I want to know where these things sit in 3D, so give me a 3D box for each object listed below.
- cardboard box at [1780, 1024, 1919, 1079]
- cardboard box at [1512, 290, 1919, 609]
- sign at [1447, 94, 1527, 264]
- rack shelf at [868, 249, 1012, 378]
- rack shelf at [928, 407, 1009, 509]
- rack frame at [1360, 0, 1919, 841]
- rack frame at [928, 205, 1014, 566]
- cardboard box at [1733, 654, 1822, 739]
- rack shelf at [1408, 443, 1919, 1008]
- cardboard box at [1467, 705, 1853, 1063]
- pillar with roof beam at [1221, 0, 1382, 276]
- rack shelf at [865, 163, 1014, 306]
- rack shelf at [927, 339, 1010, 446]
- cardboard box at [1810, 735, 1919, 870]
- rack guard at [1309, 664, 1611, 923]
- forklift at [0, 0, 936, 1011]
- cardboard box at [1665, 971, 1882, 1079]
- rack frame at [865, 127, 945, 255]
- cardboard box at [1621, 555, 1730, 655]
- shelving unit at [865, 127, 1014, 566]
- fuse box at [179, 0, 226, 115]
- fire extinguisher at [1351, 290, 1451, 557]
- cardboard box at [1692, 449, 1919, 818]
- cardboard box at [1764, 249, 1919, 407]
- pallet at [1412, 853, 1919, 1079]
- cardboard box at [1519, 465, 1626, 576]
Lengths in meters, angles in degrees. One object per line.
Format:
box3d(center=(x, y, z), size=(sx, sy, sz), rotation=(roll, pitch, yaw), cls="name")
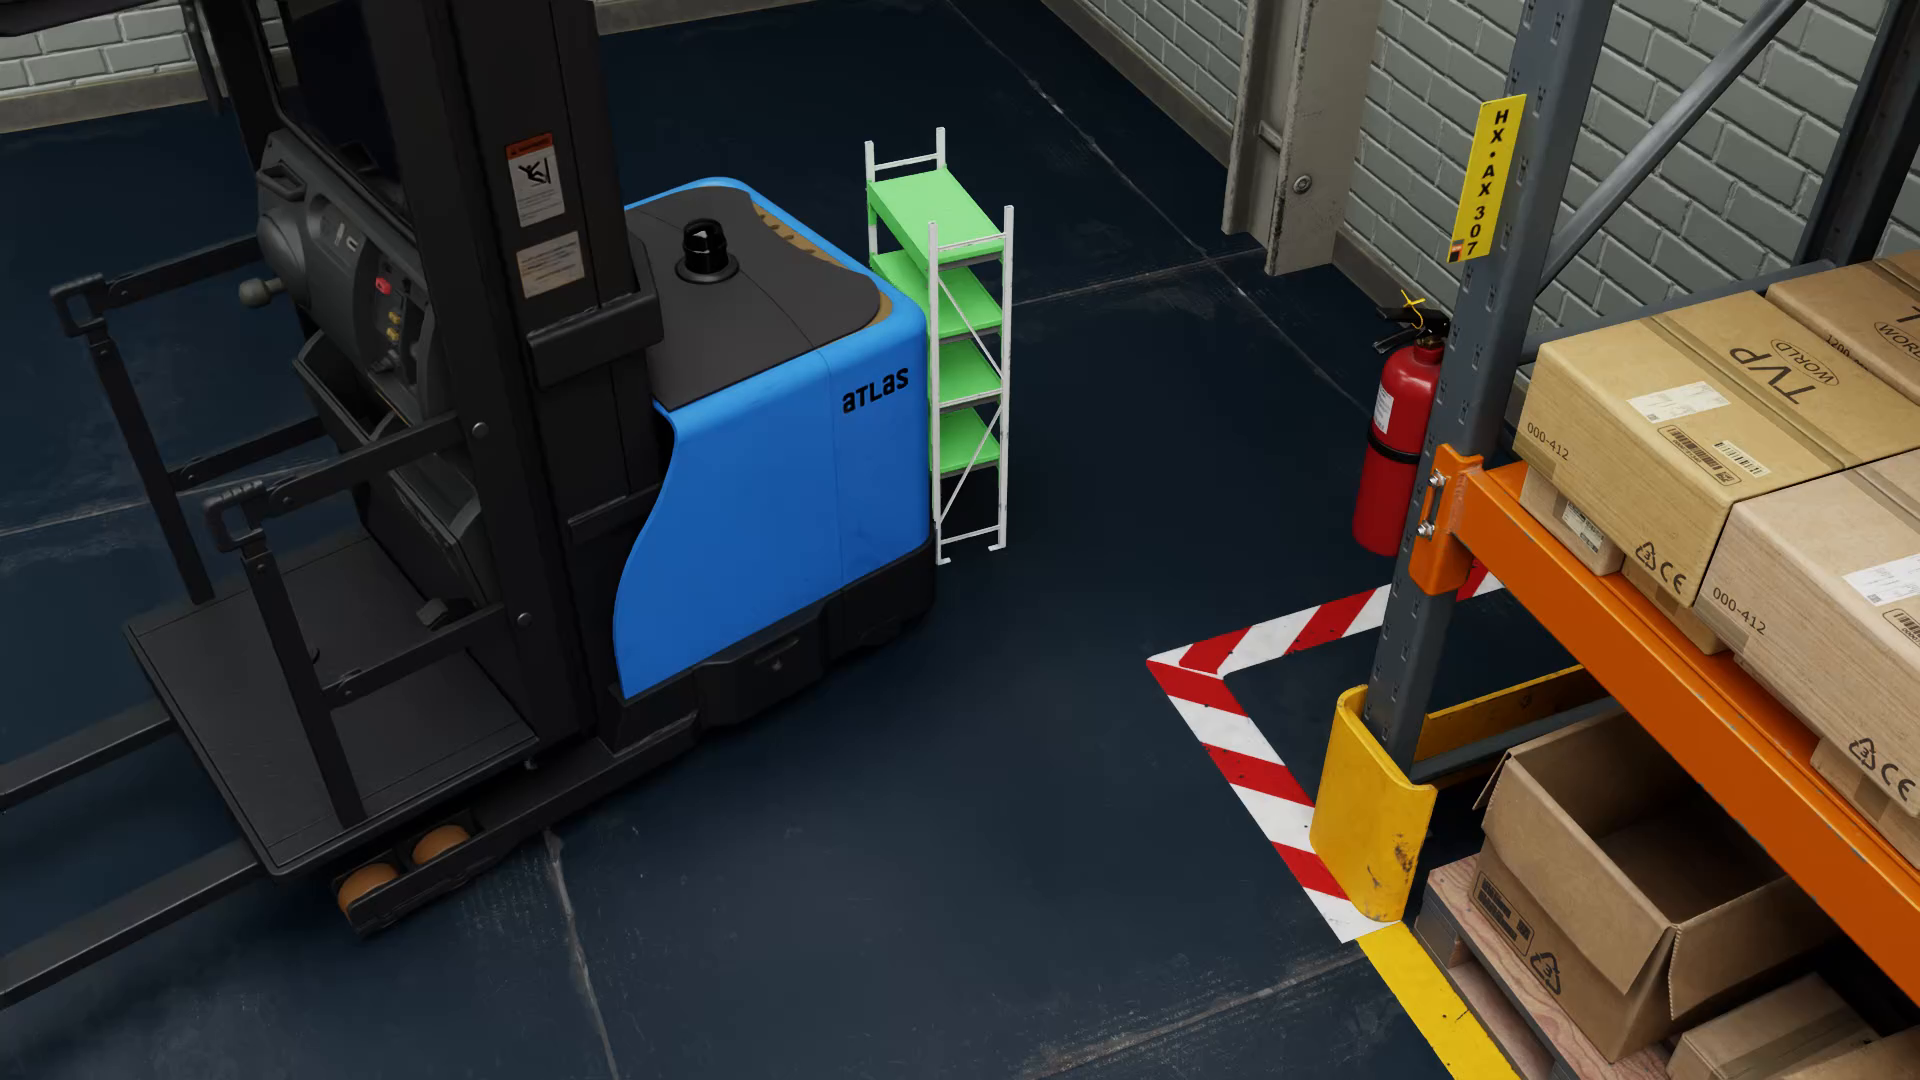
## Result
box3d(center=(1.906, 1.240, 3.103), size=(0.700, 0.500, 0.500), rotation=(-13, 42, -15), cls="cardboard box")
box3d(center=(1.393, -0.181, 3.047), size=(0.500, 0.250, 0.500), rotation=(-15, 43, -17), cls="cardboard box")
box3d(center=(0.967, -0.658, 3.051), size=(0.100, 0.325, 0.005), rotation=(-15, 43, -17), cls="sign")
box3d(center=(-0.063, -0.688, 4.860), size=(0.258, 0.148, 0.480), rotation=(-15, 43, -17), cls="rack shelf")
box3d(center=(-0.063, -0.324, 5.173), size=(0.258, 0.148, 0.480), rotation=(-15, 43, -17), cls="rack shelf")
box3d(center=(1.468, -0.466, 3.491), size=(1.000, 3.000, 0.127), rotation=(-15, 43, -17), cls="rack frame")
box3d(center=(0.030, -0.408, 4.804), size=(0.240, 1.200, 0.015), rotation=(-15, 43, -17), cls="rack frame")
box3d(center=(1.613, 0.187, 2.924), size=(0.380, 0.149, 0.250), rotation=(-16, 43, -17), cls="cardboard box")
box3d(center=(2.234, 1.012, 2.324), size=(1.077, 0.370, 4.000), rotation=(-15, 43, -17), cls="rack shelf")
box3d(center=(1.615, 0.714, 3.712), size=(0.797, 0.503, 0.637), rotation=(-17, 43, -19), cls="cardboard box")
box3d(center=(-2.708, -3.515, 2.436), size=(9.100, 9.000, 0.400), rotation=(-15, 43, -17), cls="pillar with roof beam")
box3d(center=(-0.063, -0.870, 4.703), size=(0.258, 0.148, 0.480), rotation=(-15, 43, -17), cls="rack shelf")
box3d(center=(-0.063, -0.506, 5.016), size=(0.258, 0.148, 0.480), rotation=(-15, 43, -17), cls="rack shelf")
box3d(center=(1.653, 0.355, 2.729), size=(0.380, 0.149, 0.250), rotation=(-14, 43, -16), cls="cardboard box")
box3d(center=(1.497, 0.528, 4.253), size=(1.175, 0.500, 0.348), rotation=(-15, 43, -17), cls="rack guard")
box3d(center=(-1.537, -0.536, 3.626), size=(3.031, 2.935, 1.130), rotation=(-28, 48, -28), cls="forklift")
box3d(center=(1.741, 1.114, 3.519), size=(0.380, 0.149, 0.250), rotation=(-17, 43, -19), cls="cardboard box")
box3d(center=(-0.157, -0.702, 5.146), size=(0.240, 1.200, 0.015), rotation=(-15, 43, -17), cls="rack frame")
box3d(center=(1.481, 0.038, 3.098), size=(0.380, 0.149, 0.250), rotation=(-14, 43, -16), cls="cardboard box")
box3d(center=(-0.063, -0.555, 4.975), size=(0.258, 1.200, 0.503), rotation=(-15, 43, -17), cls="shelving unit")
box3d(center=(-3.299, -2.564, 6.919), size=(0.539, 1.711, 0.414), rotation=(-15, 43, -17), cls="fuse box")
box3d(center=(0.985, -0.268, 3.607), size=(0.296, 0.674, 0.183), rotation=(-15, 43, -17), cls="fire extinguisher")
box3d(center=(1.586, 0.123, 2.694), size=(0.500, 0.250, 0.500), rotation=(-15, 43, -16), cls="cardboard box")
box3d(center=(1.889, -0.311, 3.198), size=(0.500, 0.250, 0.500), rotation=(-14, 43, -16), cls="cardboard box")
box3d(center=(1.803, 1.117, 3.789), size=(1.003, 0.211, 1.213), rotation=(-15, 43, -17), cls="pallet")
box3d(center=(1.341, -0.104, 3.263), size=(0.380, 0.149, 0.250), rotation=(-15, 43, -17), cls="cardboard box")
